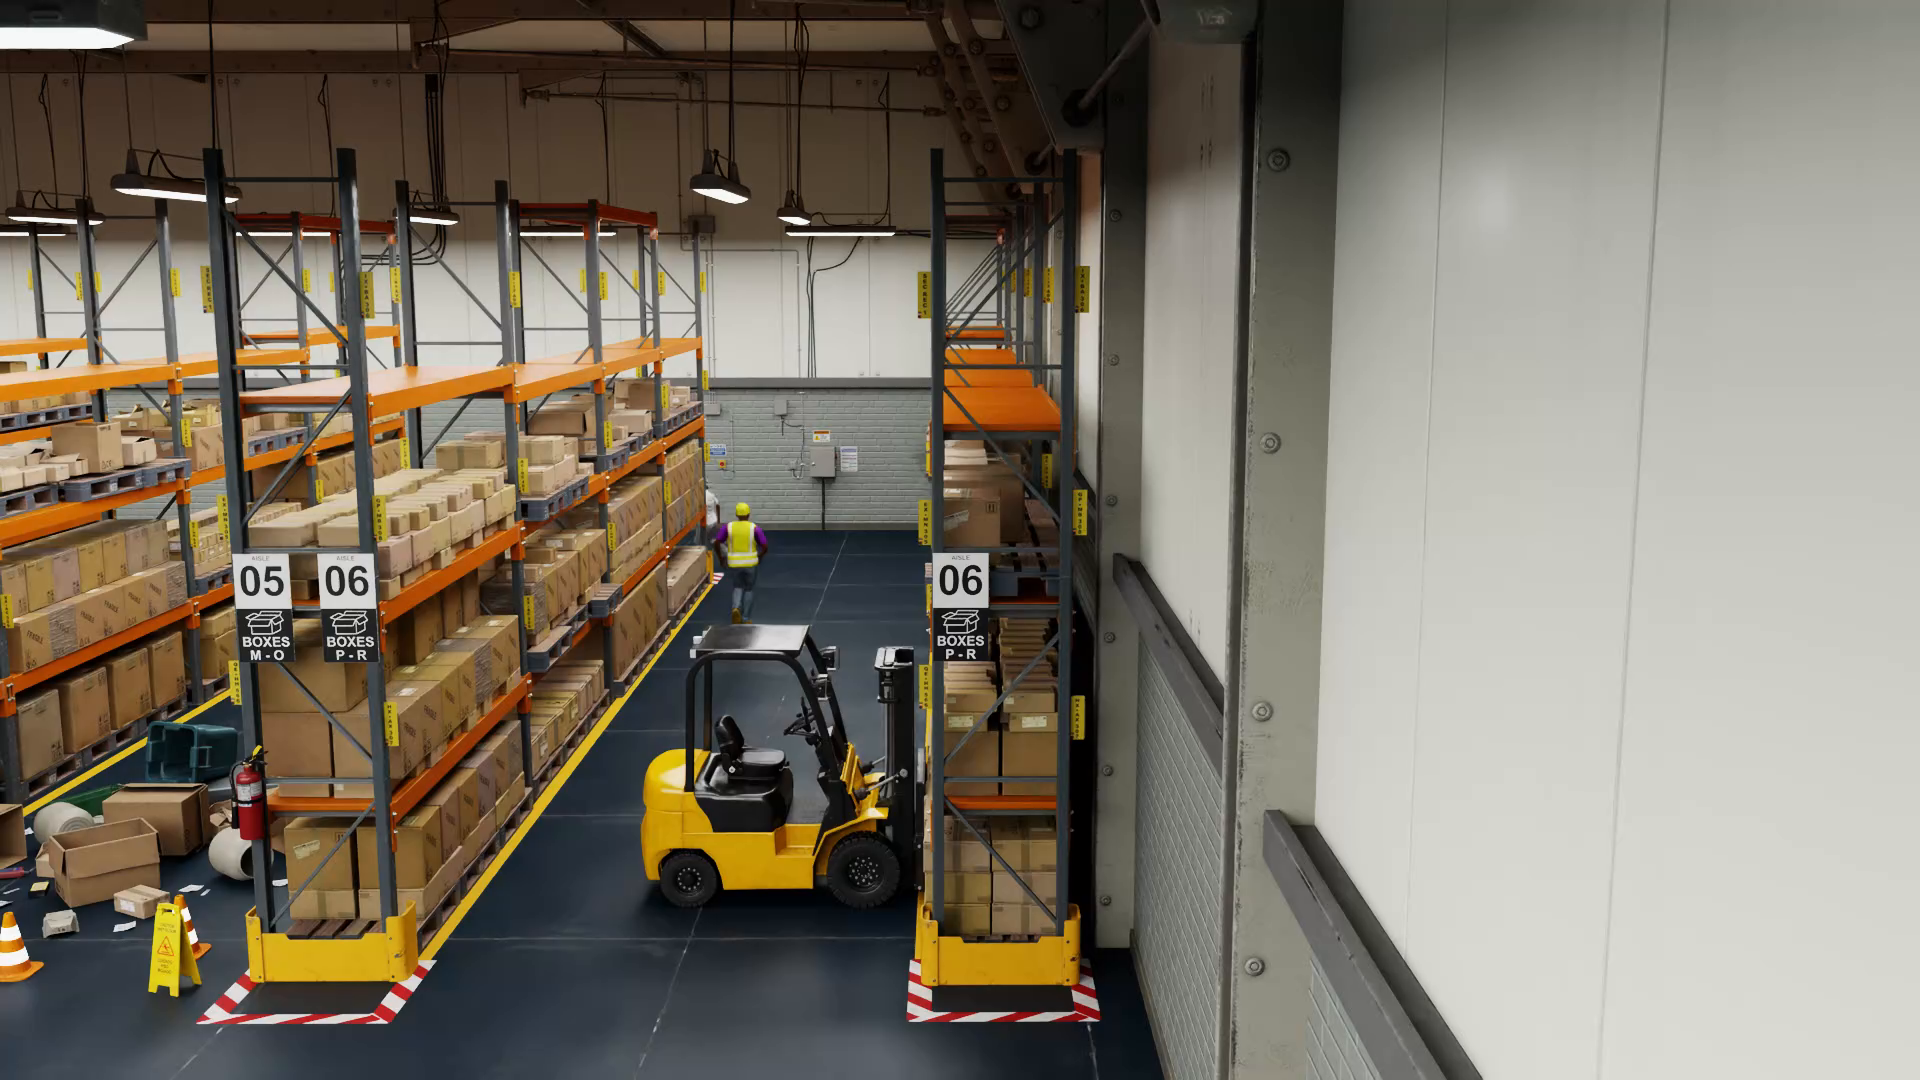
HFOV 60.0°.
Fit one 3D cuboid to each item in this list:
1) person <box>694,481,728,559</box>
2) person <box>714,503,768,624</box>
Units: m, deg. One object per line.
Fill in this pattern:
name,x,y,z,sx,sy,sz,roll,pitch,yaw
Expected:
person,-4.452,-0.314,29.321,0.709,1.606,0.845,3,10,19
person,-3.027,0.339,23.091,0.737,1.733,0.549,0,9,0
